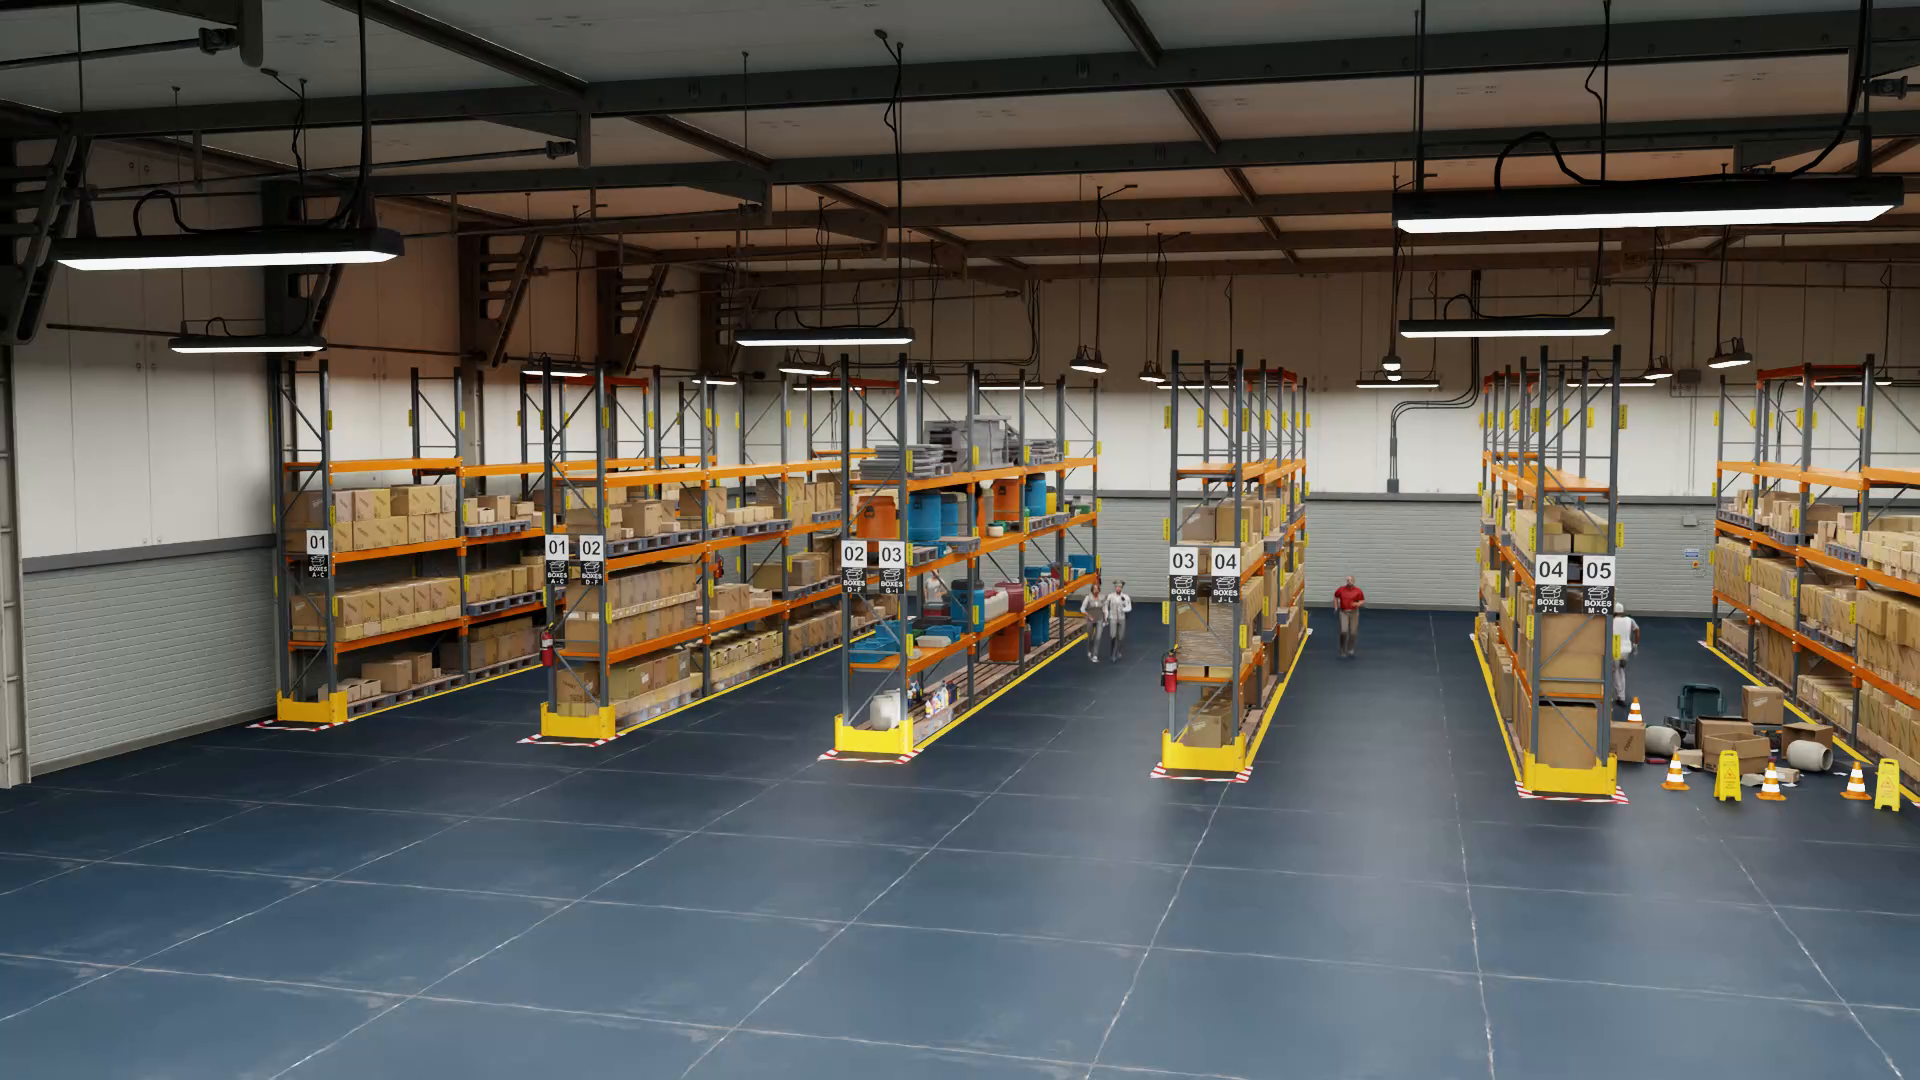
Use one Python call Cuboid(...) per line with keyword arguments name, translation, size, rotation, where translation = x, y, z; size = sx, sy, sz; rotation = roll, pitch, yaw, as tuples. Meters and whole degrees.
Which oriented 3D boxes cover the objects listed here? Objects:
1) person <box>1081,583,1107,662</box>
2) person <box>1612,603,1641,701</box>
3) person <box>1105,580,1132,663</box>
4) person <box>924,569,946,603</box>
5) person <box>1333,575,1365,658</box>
Cuboid(name="person", translation=(2.616, 1.606, 32.532), size=(0.539, 1.550, 0.634), rotation=(0, 4, -7))
Cuboid(name="person", translation=(11.706, 2.010, 29.550), size=(0.629, 1.788, 0.827), rotation=(0, 4, 3))
Cuboid(name="person", translation=(3.266, 1.682, 34.467), size=(0.572, 1.718, 0.685), rotation=(0, 4, 2))
Cuboid(name="person", translation=(-0.592, 1.444, 38.062), size=(0.571, 1.637, 0.634), rotation=(1, 4, 11))
Cuboid(name="person", translation=(8.218, 1.630, 35.108), size=(0.628, 1.767, 0.736), rotation=(1, 4, 8))
